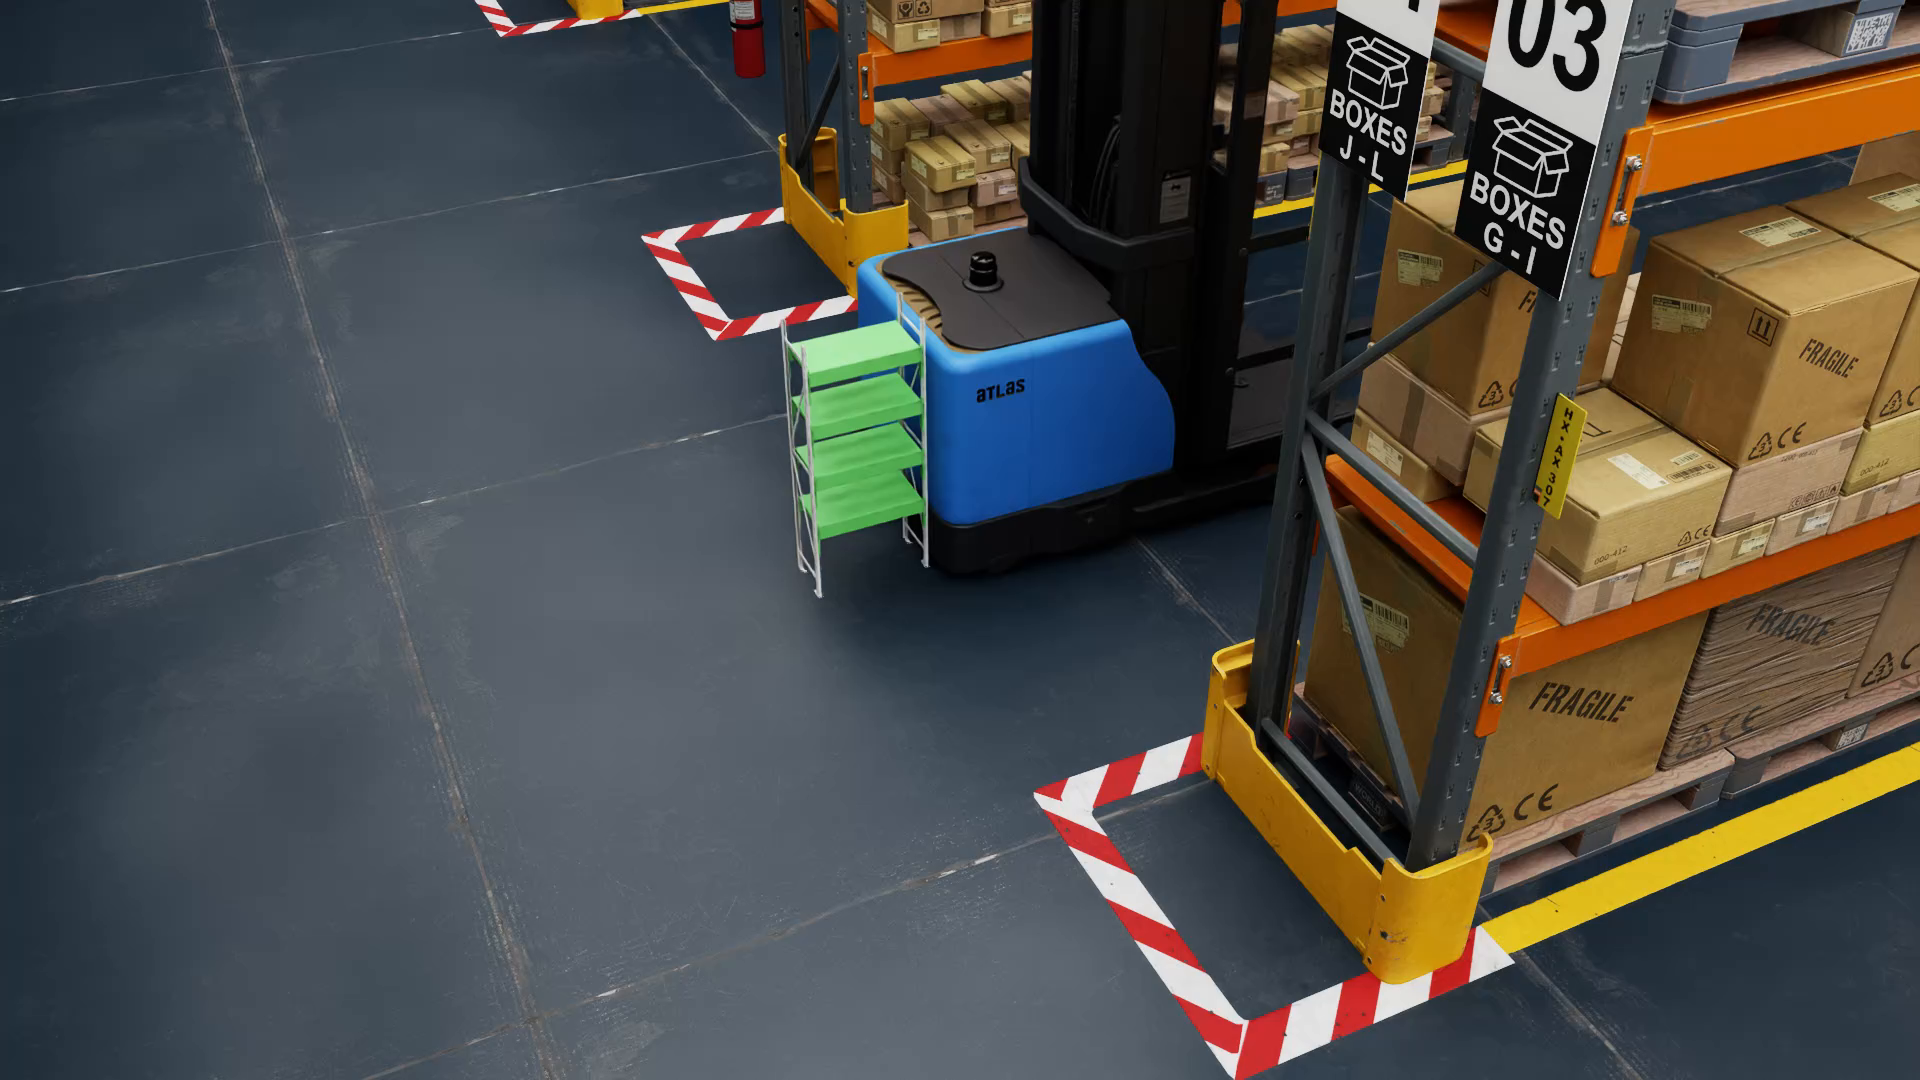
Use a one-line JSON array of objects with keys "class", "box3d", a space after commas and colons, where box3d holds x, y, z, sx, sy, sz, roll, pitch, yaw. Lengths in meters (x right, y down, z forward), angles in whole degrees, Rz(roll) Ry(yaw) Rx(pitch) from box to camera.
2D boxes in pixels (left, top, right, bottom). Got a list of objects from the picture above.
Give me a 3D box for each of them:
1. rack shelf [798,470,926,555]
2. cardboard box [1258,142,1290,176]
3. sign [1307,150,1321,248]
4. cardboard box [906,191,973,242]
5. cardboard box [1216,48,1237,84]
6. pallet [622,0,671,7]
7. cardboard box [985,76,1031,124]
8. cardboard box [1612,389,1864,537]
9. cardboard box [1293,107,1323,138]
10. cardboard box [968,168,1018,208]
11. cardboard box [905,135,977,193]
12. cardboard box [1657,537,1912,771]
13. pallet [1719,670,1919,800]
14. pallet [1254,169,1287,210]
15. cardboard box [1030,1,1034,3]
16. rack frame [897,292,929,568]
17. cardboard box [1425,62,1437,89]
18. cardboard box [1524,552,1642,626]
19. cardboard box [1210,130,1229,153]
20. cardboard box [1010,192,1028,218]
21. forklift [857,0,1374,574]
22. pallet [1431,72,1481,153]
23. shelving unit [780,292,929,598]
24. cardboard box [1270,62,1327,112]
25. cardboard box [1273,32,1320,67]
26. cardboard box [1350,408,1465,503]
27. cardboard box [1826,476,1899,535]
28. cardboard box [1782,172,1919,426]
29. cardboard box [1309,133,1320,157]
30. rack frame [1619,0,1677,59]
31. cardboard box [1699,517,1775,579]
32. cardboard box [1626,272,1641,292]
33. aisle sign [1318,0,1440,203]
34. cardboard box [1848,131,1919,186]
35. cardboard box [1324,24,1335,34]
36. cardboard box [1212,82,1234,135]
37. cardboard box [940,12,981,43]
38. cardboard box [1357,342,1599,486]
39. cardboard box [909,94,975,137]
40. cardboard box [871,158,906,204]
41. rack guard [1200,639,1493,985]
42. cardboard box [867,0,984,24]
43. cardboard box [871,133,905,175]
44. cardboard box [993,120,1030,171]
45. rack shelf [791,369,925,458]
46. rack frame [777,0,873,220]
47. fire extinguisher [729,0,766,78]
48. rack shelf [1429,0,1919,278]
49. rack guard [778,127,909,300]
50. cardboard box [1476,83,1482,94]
[{"class": "rack shelf", "box3d": [-0.412, -0.123, 6.918, 0.480, 0.148, 0.258, -16, 39, -20]}, {"class": "cardboard box", "box3d": [1.748, -2.323, 9.904, 0.250, 0.149, 0.380, -16, 39, -20]}, {"class": "sign", "box3d": [1.072, -0.988, 4.893, 0.005, 0.325, 0.100, -16, 39, -20]}, {"class": "cardboard box", "box3d": [-0.115, -1.815, 9.220, 0.250, 0.149, 0.380, -15, 39, -19]}, {"class": "cardboard box", "box3d": [1.521, -2.904, 10.189, 0.250, 0.149, 0.380, -15, 39, -19]}, {"class": "pallet", "box3d": [-2.230, -4.600, 13.275, 1.213, 0.211, 1.003, -16, 39, -20]}, {"class": "cardboard box", "box3d": [0.340, -2.563, 9.729, 0.250, 0.149, 0.380, -17, 40, -22]}, {"class": "cardboard box", "box3d": [2.307, -0.302, 5.015, 0.500, 0.250, 0.500, -16, 39, -20]}, {"class": "cardboard box", "box3d": [2.002, -2.573, 9.992, 0.250, 0.149, 0.380, -15, 39, -20]}, {"class": "cardboard box", "box3d": [0.130, -2.008, 9.230, 0.250, 0.149, 0.380, -16, 39, -20]}, {"class": "cardboard box", "box3d": [-0.107, -2.044, 9.029, 0.250, 0.149, 0.380, -17, 40, -22]}, {"class": "cardboard box", "box3d": [2.659, 0.118, 6.004, 0.875, 0.875, 0.875, -16, 39, -20]}, {"class": "pallet", "box3d": [3.084, 0.438, 6.483, 1.213, 0.211, 1.003, -16, 39, -20]}, {"class": "pallet", "box3d": [1.196, -2.224, 10.071, 1.213, 0.211, 1.003, -16, 39, -20]}, {"class": "cardboard box", "box3d": [0.363, -2.901, 8.855, 0.250, 0.149, 0.380, -14, 39, -18]}, {"class": "rack frame", "box3d": [-0.191, -0.429, 6.821, 0.015, 1.200, 0.240, -16, 39, -20]}, {"class": "cardboard box", "box3d": [2.684, -2.876, 10.151, 0.250, 0.149, 0.380, -15, 39, -19]}, {"class": "cardboard box", "box3d": [1.752, 0.058, 4.865, 0.250, 0.149, 0.380, -15, 39, -19]}, {"class": "cardboard box", "box3d": [1.528, -2.441, 9.814, 0.250, 0.149, 0.380, -17, 40, -22]}, {"class": "cardboard box", "box3d": [0.309, -1.992, 9.459, 0.250, 0.149, 0.380, -15, 39, -19]}, {"class": "forklift", "box3d": [1.105, -1.624, 6.979, 3.031, 2.935, 1.130, -16, 39, -20]}, {"class": "pallet", "box3d": [3.600, -2.922, 11.012, 1.213, 0.211, 1.003, -16, 39, -20]}, {"class": "shelving unit", "box3d": [-0.412, -0.367, 6.737, 0.503, 1.200, 0.258, -16, 39, -20]}, {"class": "cardboard box", "box3d": [1.979, -2.700, 9.913, 0.250, 0.149, 0.380, -14, 39, -18]}, {"class": "cardboard box", "box3d": [2.013, -3.003, 10.322, 0.250, 0.149, 0.380, -16, 40, -21]}, {"class": "cardboard box", "box3d": [1.473, -0.298, 5.345, 0.250, 0.149, 0.380, -15, 39, -19]}, {"class": "cardboard box", "box3d": [2.681, -0.203, 5.217, 0.250, 0.149, 0.380, -16, 40, -21]}, {"class": "cardboard box", "box3d": [2.759, -0.729, 4.961, 0.500, 0.500, 0.500, -17, 40, -21]}, {"class": "cardboard box", "box3d": [2.203, -2.462, 10.093, 0.250, 0.149, 0.380, -17, 40, -21]}, {"class": "rack frame", "box3d": [1.290, -2.541, 3.122, 0.127, 3.000, 1.000, -16, 39, -20]}, {"class": "cardboard box", "box3d": [2.215, -0.073, 5.041, 0.250, 0.149, 0.380, -17, 40, -21]}, {"class": "cardboard box", "box3d": [2.536, -0.713, 5.570, 0.500, 0.250, 0.500, -17, 40, -21]}, {"class": "aisle sign", "box3d": [1.098, -1.319, 4.328, 0.004, 0.787, 0.394, -16, 39, -20]}, {"class": "cardboard box", "box3d": [3.451, -1.266, 5.686, 0.500, 0.500, 0.500, -17, 40, -21]}, {"class": "cardboard box", "box3d": [2.495, -3.131, 10.495, 0.250, 0.149, 0.380, -14, 39, -18]}, {"class": "cardboard box", "box3d": [1.534, -2.507, 9.653, 0.250, 0.149, 0.380, -17, 40, -22]}, {"class": "cardboard box", "box3d": [-0.080, -2.723, 8.614, 0.250, 0.149, 0.380, -14, 39, -18]}, {"class": "cardboard box", "box3d": [1.616, -0.456, 5.223, 0.500, 0.250, 0.500, -16, 40, -21]}, {"class": "cardboard box", "box3d": [-0.102, -2.398, 9.506, 0.250, 0.149, 0.380, -15, 39, -19]}, {"class": "cardboard box", "box3d": [-0.338, -2.101, 9.605, 0.250, 0.149, 0.380, -15, 39, -19]}, {"class": "rack guard", "box3d": [1.269, 0.879, 5.646, 0.348, 0.500, 1.175, -16, 39, -20]}, {"class": "cardboard box", "box3d": [-0.202, -2.956, 8.384, 0.500, 0.500, 0.500, -14, 39, -18]}, {"class": "cardboard box", "box3d": [-0.369, -2.262, 9.573, 0.250, 0.149, 0.380, -17, 40, -21]}, {"class": "cardboard box", "box3d": [0.374, -2.173, 9.203, 0.250, 0.149, 0.380, -16, 39, -20]}, {"class": "rack shelf", "box3d": [-0.412, -0.508, 6.632, 0.480, 0.148, 0.258, -16, 39, -20]}, {"class": "rack frame", "box3d": [-0.726, -2.832, 8.550, 0.127, 3.000, 1.000, -16, 39, -20]}, {"class": "fire extinguisher", "box3d": [-1.150, -2.836, 8.934, 0.183, 0.674, 0.296, -16, 39, -20]}, {"class": "rack shelf", "box3d": [3.101, -1.553, 4.912, 4.000, 0.370, 1.077, -16, 39, -20]}, {"class": "rack guard", "box3d": [-0.657, -1.847, 9.320, 0.348, 0.500, 1.175, -16, 39, -20]}, {"class": "cardboard box", "box3d": [3.677, -3.053, 10.594, 0.500, 0.500, 0.500, -14, 39, -18]}]
